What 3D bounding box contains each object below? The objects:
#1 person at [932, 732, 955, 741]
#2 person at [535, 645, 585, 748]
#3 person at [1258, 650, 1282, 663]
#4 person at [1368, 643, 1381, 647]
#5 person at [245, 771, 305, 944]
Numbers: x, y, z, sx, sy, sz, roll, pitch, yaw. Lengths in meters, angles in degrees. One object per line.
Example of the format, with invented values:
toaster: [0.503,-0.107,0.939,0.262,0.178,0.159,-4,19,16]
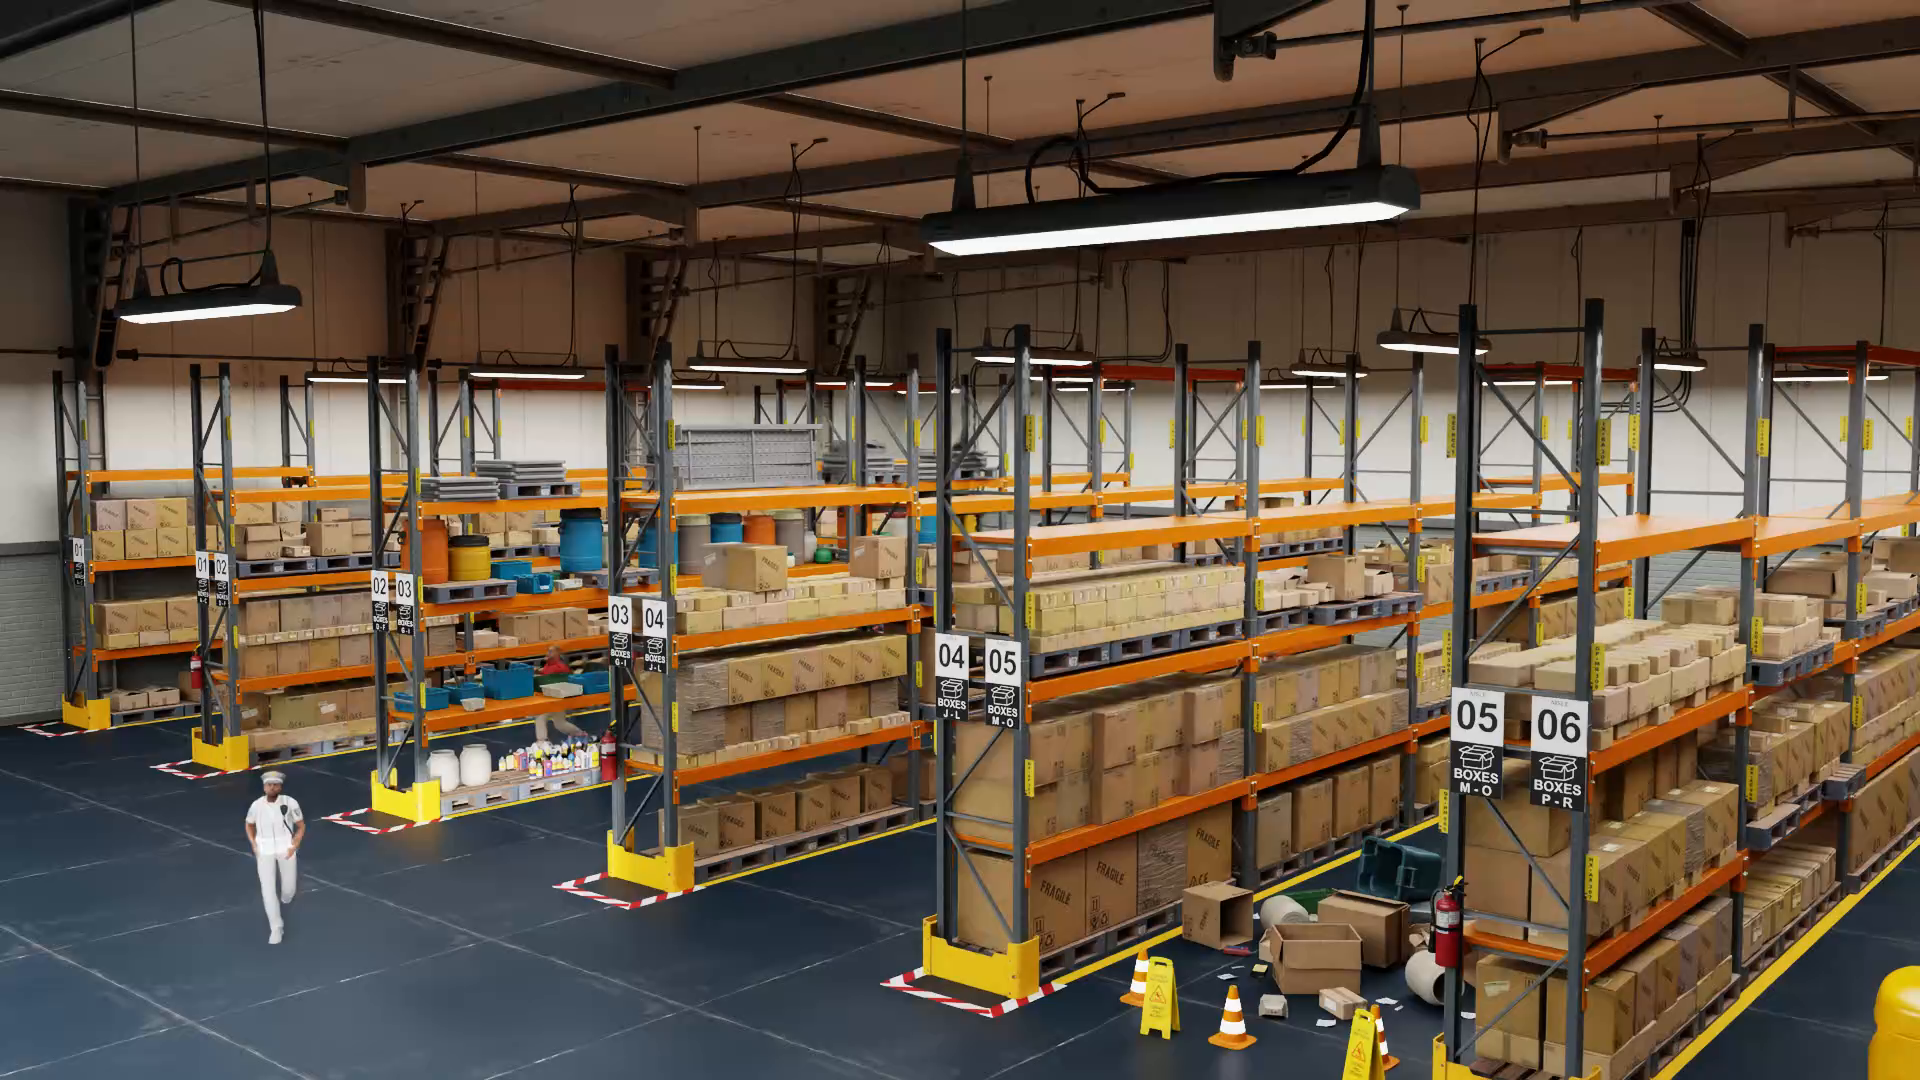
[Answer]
person: [-0.228,2.500,24.792,0.671,1.753,0.857,2,5,28]
person: [-6.248,2.456,25.542,0.660,1.700,0.933,3,5,38]
person: [4.776,2.414,25.505,0.653,1.799,0.987,3,5,37]
person: [6.251,2.463,25.297,0.638,1.799,0.714,3,5,40]
person: [-6.905,3.148,16.779,0.566,1.684,0.865,-2,4,-23]
